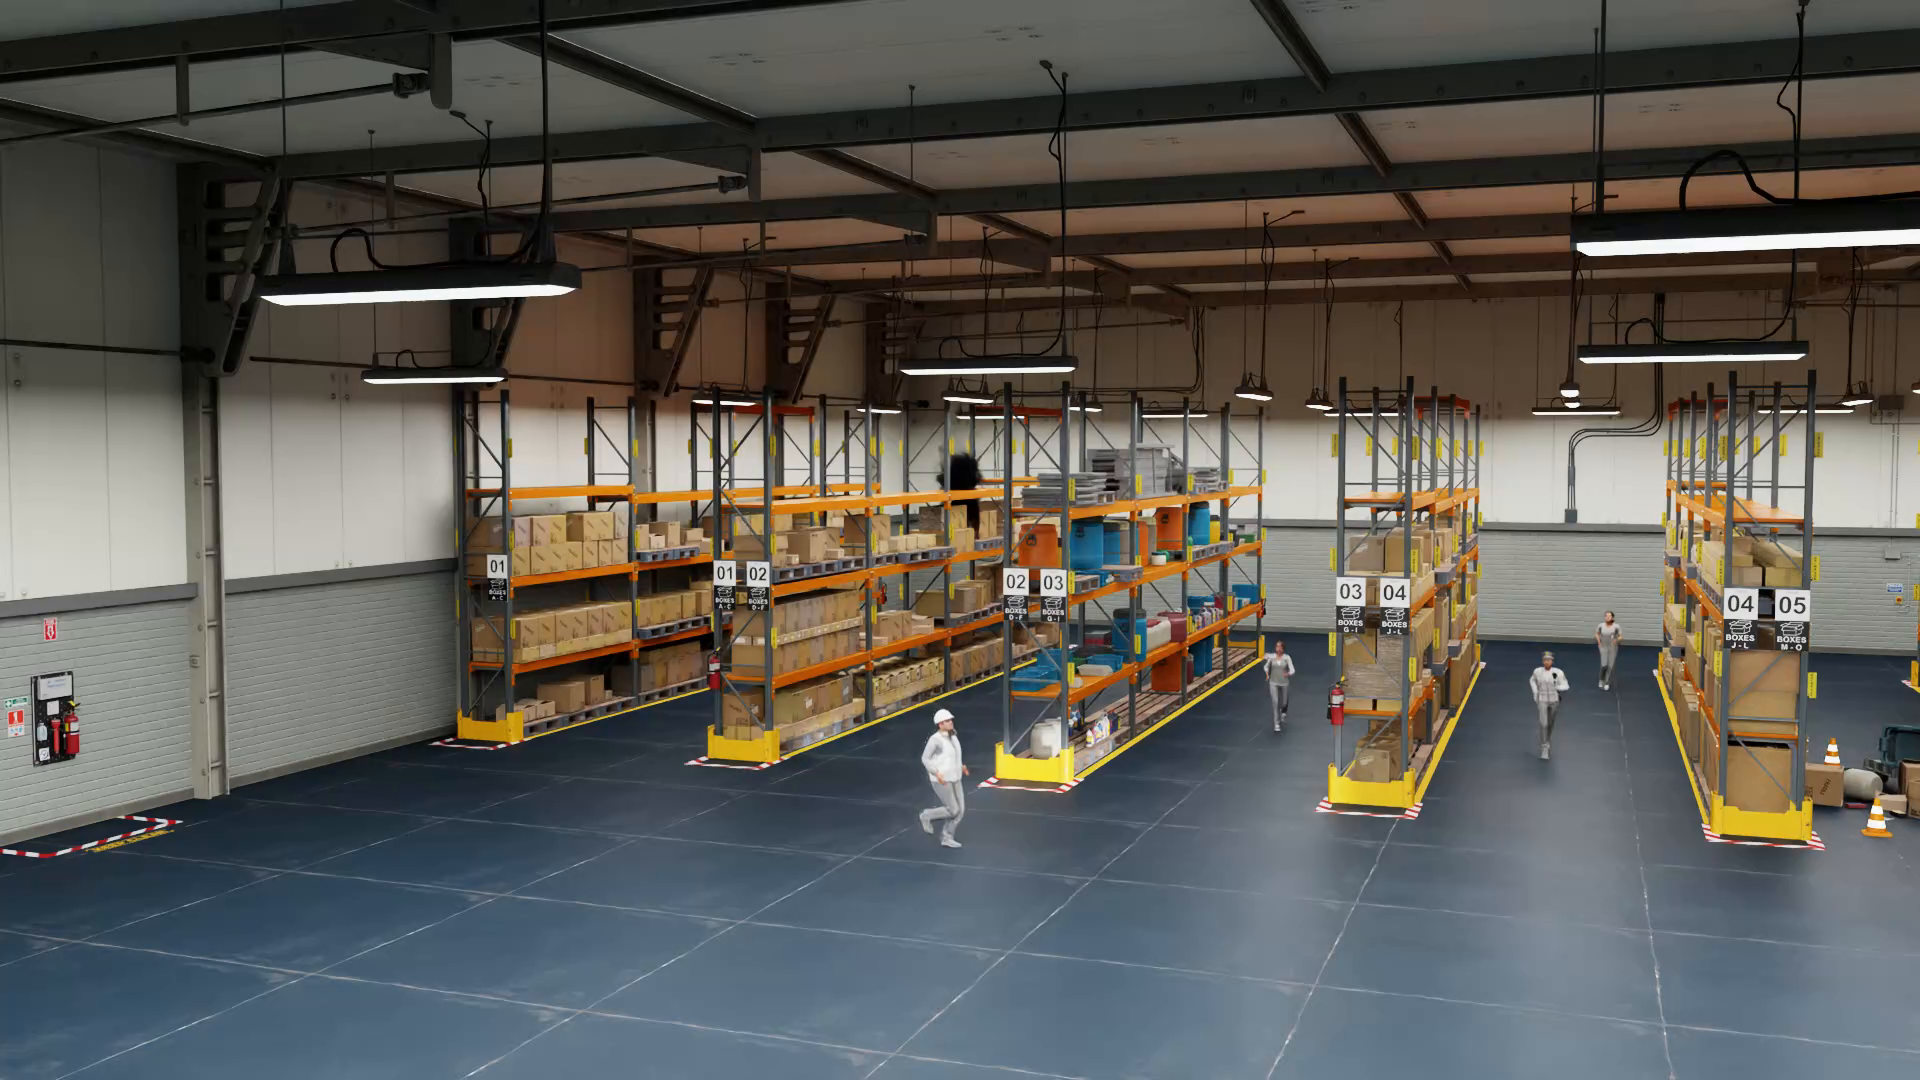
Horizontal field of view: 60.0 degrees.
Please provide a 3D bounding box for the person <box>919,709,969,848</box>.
[{"bbox_3d":[-0.199,2.993,20.906,0.586,1.729,0.659,2,4,35],"label":"person"}]

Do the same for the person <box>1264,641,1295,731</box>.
[{"bbox_3d":[5.686,2.584,29.653,0.547,1.564,0.767,1,3,12],"label":"person"}]

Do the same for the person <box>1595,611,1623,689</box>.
[{"bbox_3d":[13.409,2.282,34.360,0.546,1.636,0.608,1,3,23],"label":"person"}]

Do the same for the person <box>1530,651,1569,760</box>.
[{"bbox_3d":[9.601,2.664,27.093,0.592,1.732,0.834,1,3,16],"label":"person"}]
